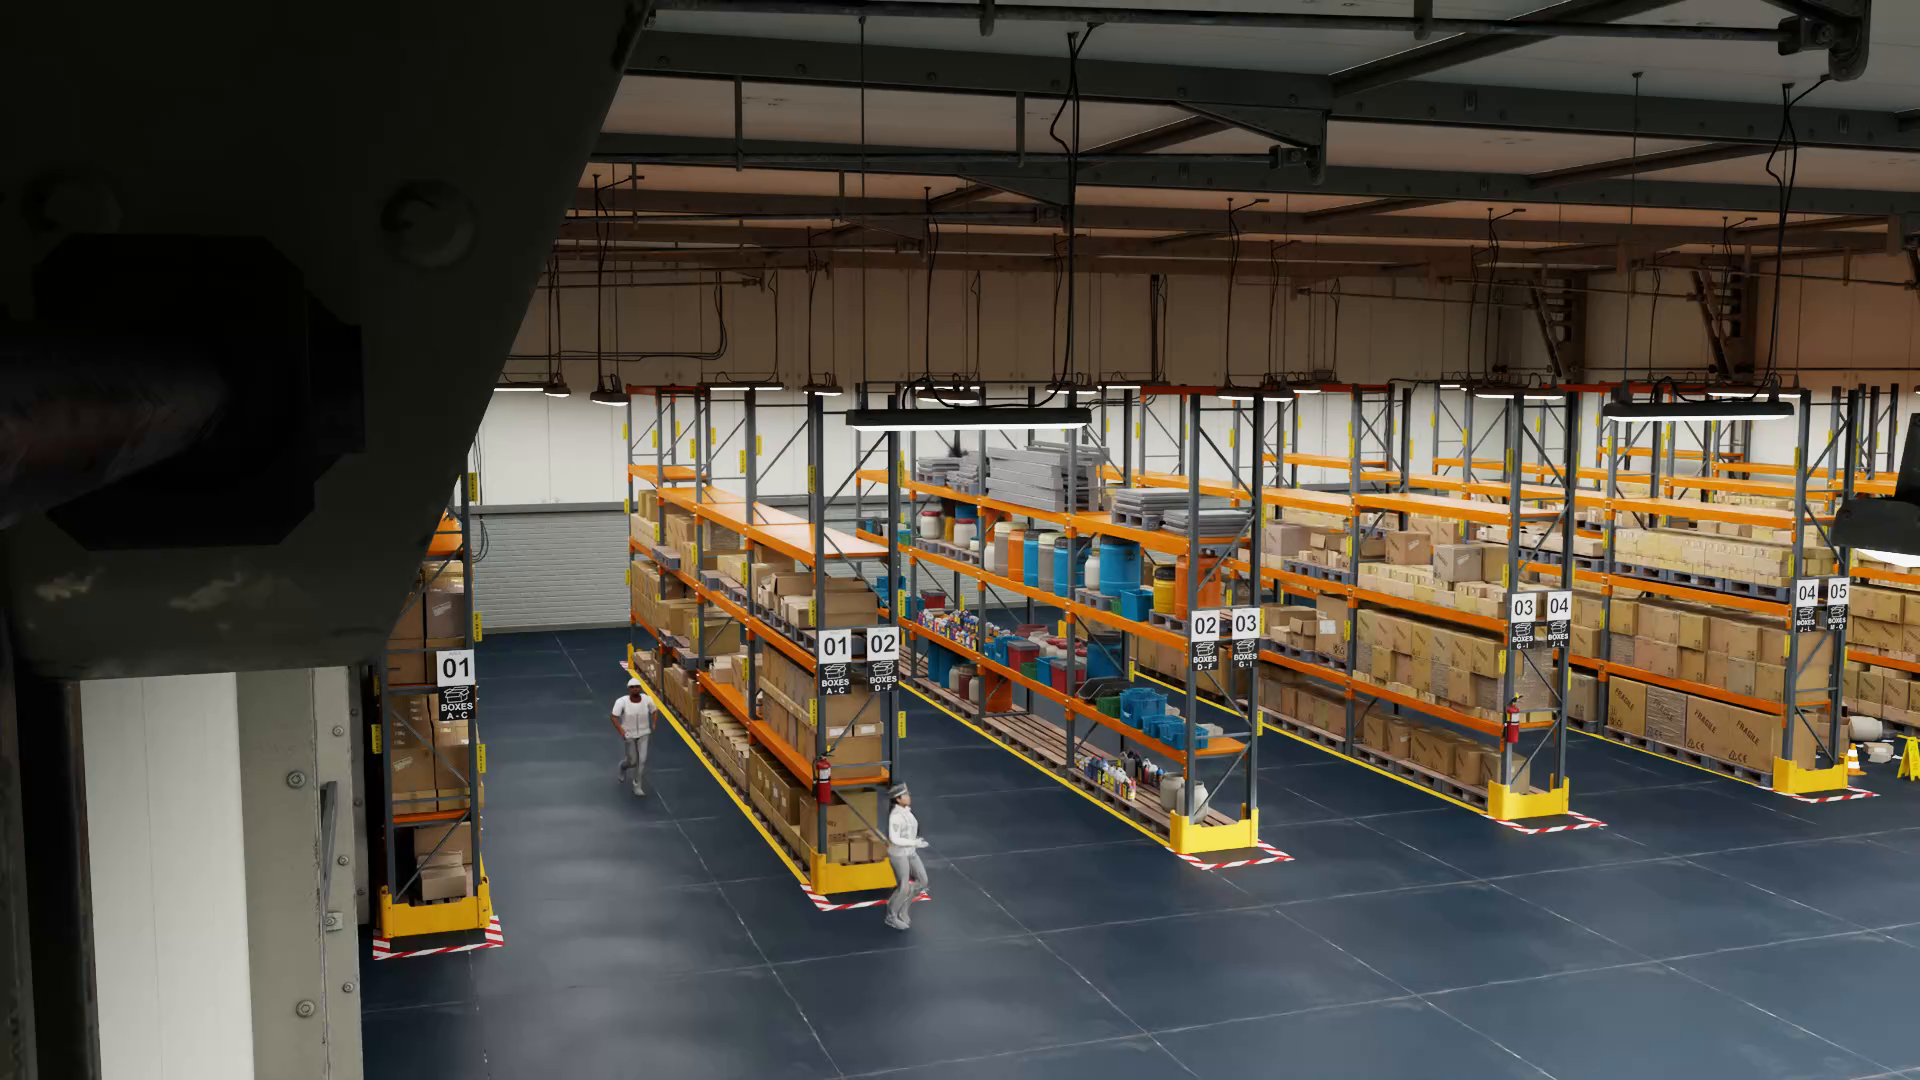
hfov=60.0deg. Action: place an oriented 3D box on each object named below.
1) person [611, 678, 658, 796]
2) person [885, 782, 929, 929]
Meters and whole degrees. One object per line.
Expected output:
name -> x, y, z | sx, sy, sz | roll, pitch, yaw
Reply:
person -> -4.855, 2.910, 24.904 | 0.698, 1.741, 0.662 | -3, 6, -24
person -> -0.585, 3.567, 18.807 | 0.565, 1.691, 0.664 | 2, 6, 17
